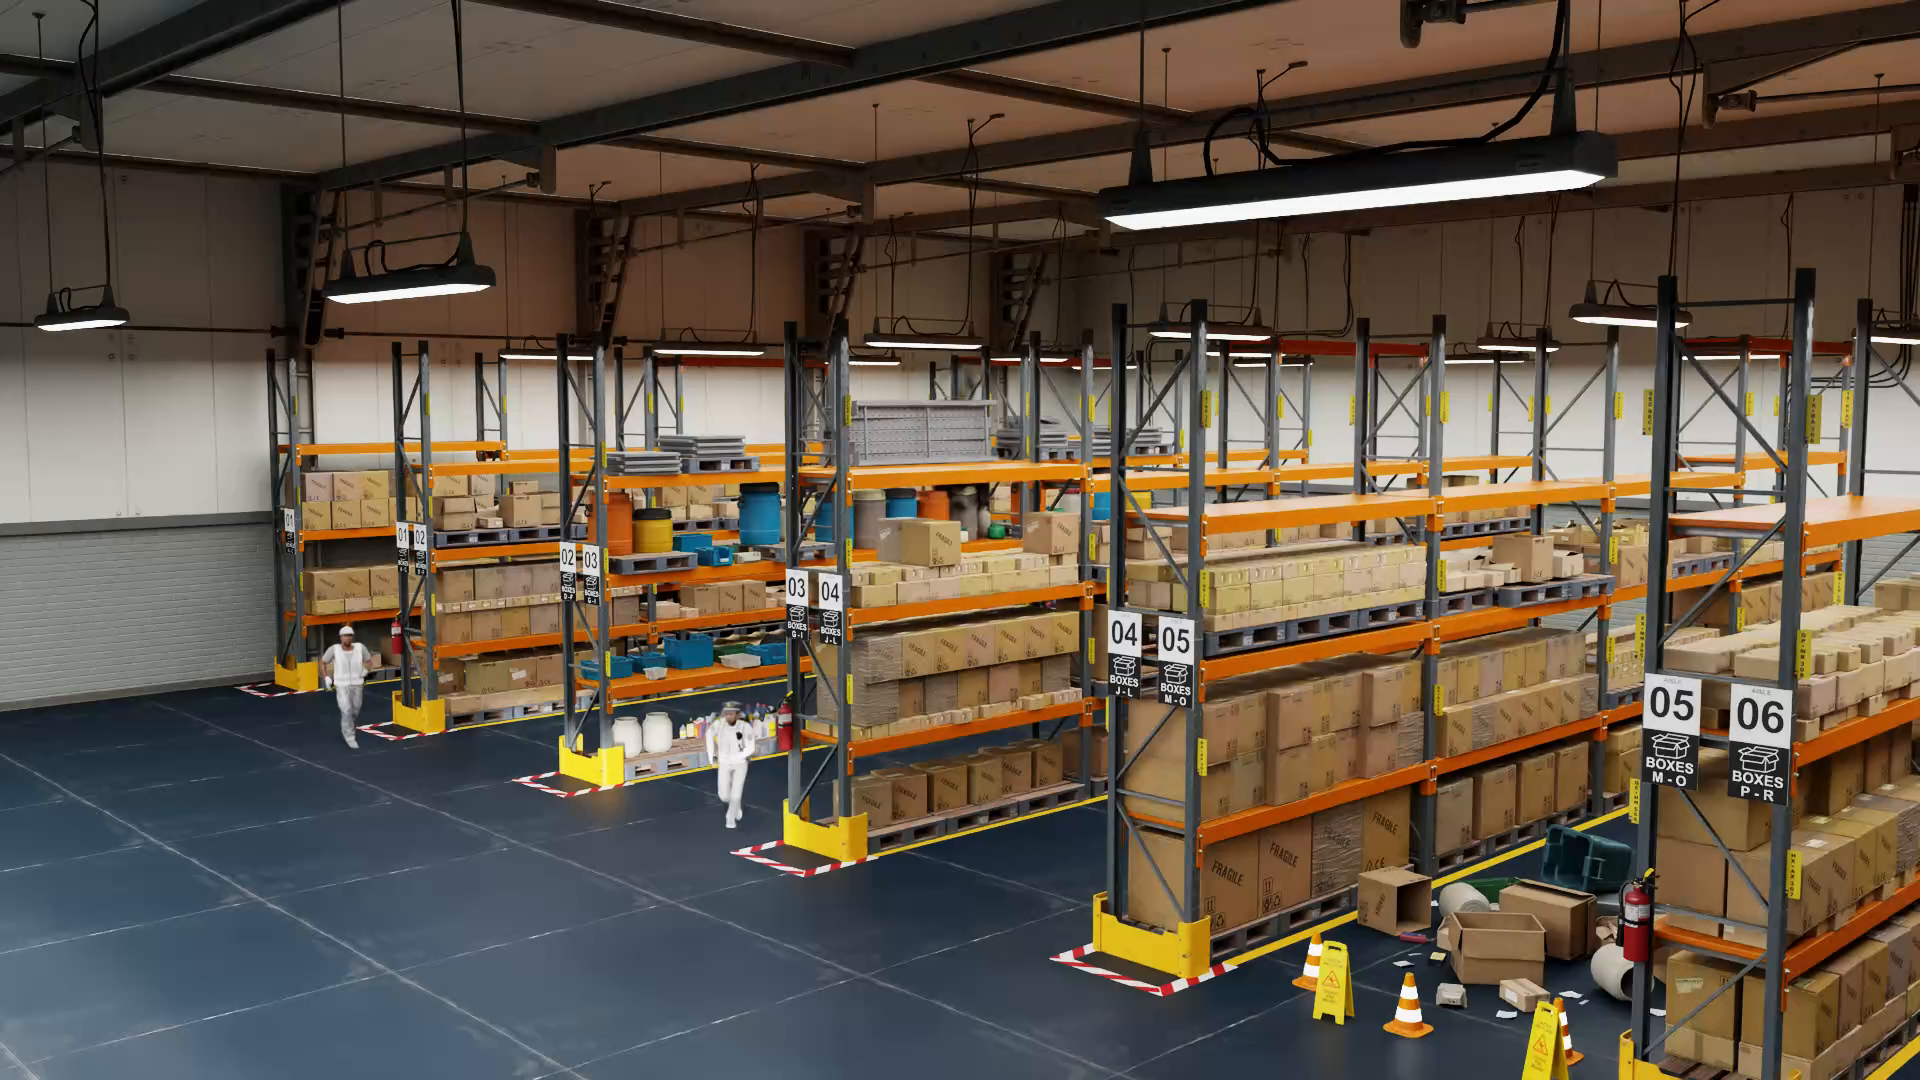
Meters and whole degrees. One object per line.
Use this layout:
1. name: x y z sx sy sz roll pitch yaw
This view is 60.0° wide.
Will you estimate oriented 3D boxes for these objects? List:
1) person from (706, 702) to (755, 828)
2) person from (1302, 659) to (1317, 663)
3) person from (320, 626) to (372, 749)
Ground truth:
1. person: -2.740 2.662 19.843 0.630 1.570 0.617 0 5 4
2. person: 4.711 2.373 22.317 0.704 1.750 0.687 5 7 43
3. person: -9.086 2.165 24.690 0.717 1.794 0.845 -3 6 -33
